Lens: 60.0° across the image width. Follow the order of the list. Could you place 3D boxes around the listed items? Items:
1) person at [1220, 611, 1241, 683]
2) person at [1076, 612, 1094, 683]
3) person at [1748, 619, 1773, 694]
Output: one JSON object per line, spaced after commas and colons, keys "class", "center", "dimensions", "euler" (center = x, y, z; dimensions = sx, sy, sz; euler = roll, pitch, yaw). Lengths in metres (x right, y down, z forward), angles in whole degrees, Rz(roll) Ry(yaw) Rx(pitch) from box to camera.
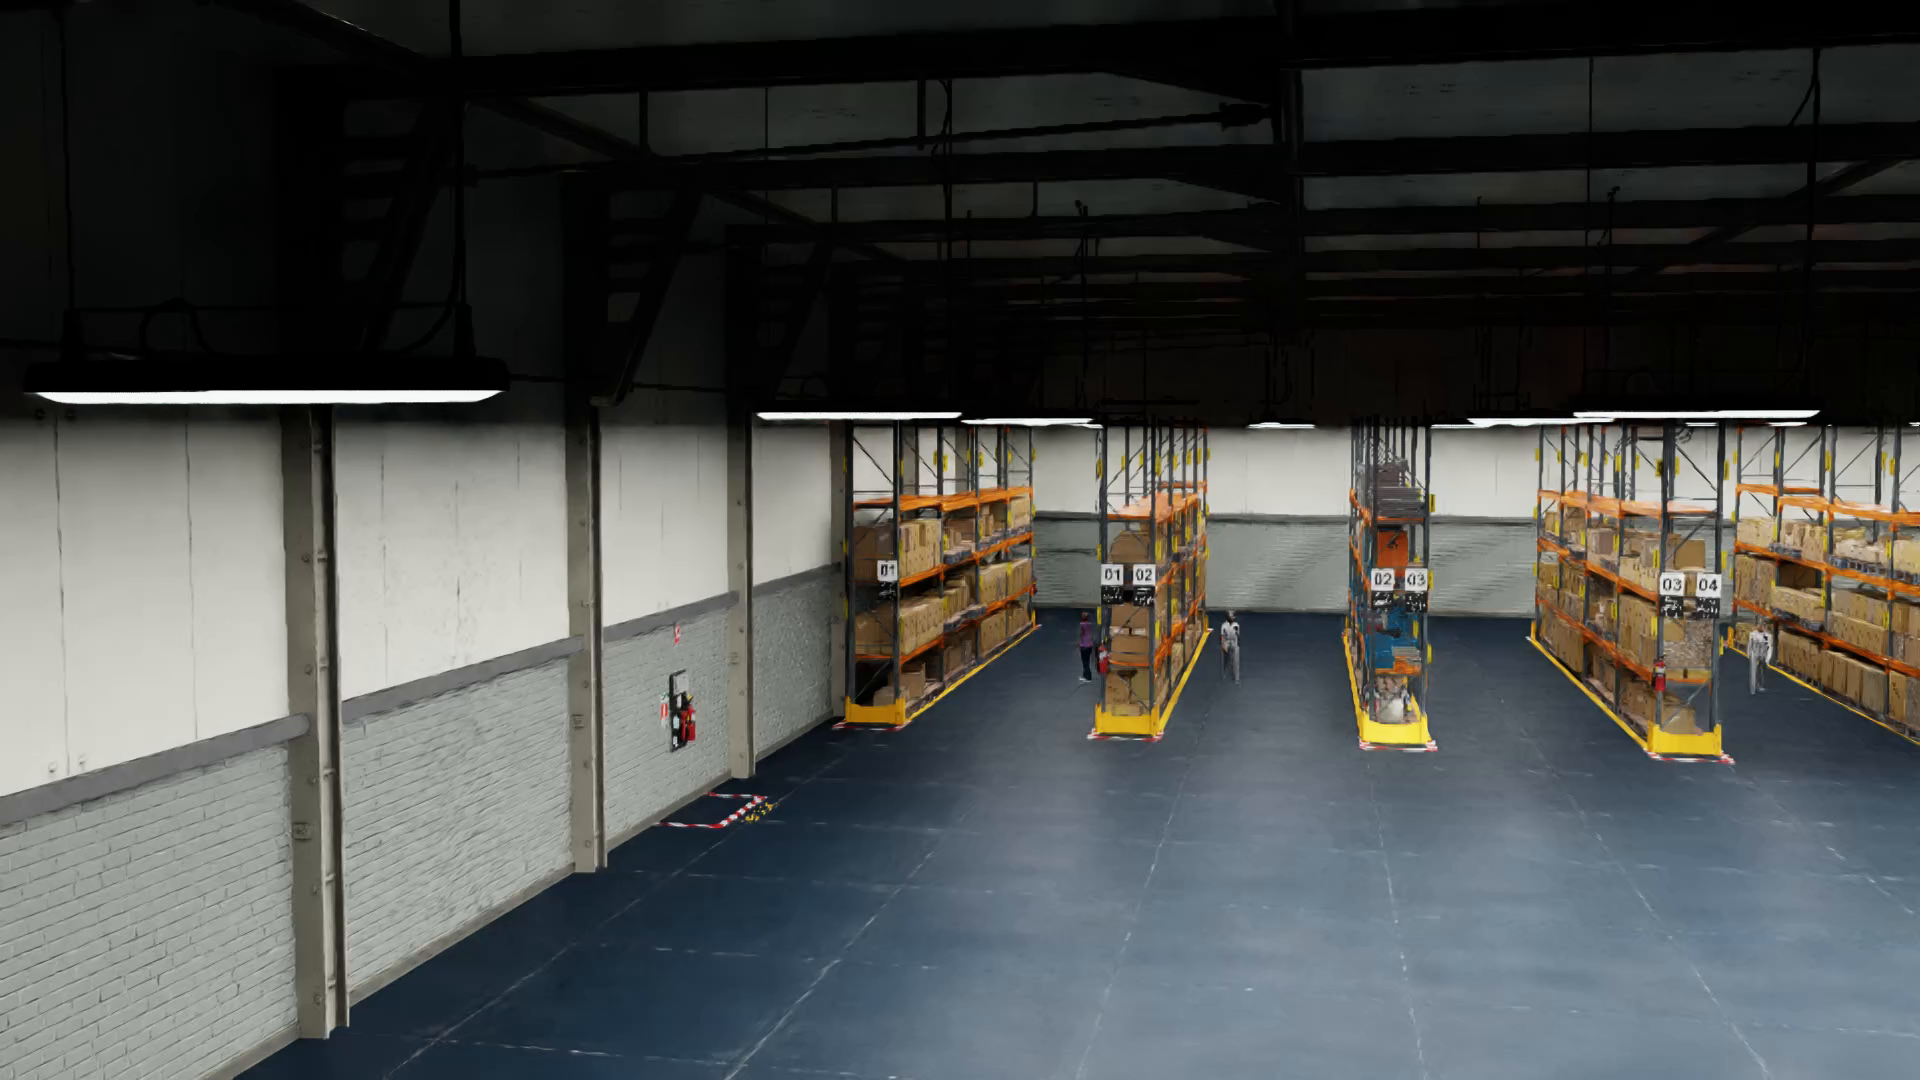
{"class": "person", "center": [6.108, 2.390, 37.622], "dimensions": [0.448, 1.622, 0.996], "euler": [0, 4, 4]}
{"class": "person", "center": [2.814, 2.413, 37.539], "dimensions": [0.527, 1.592, 0.523], "euler": [4, 5, 44]}
{"class": "person", "center": [17.319, 2.504, 35.991], "dimensions": [0.482, 1.609, 0.997], "euler": [1, 4, 20]}
